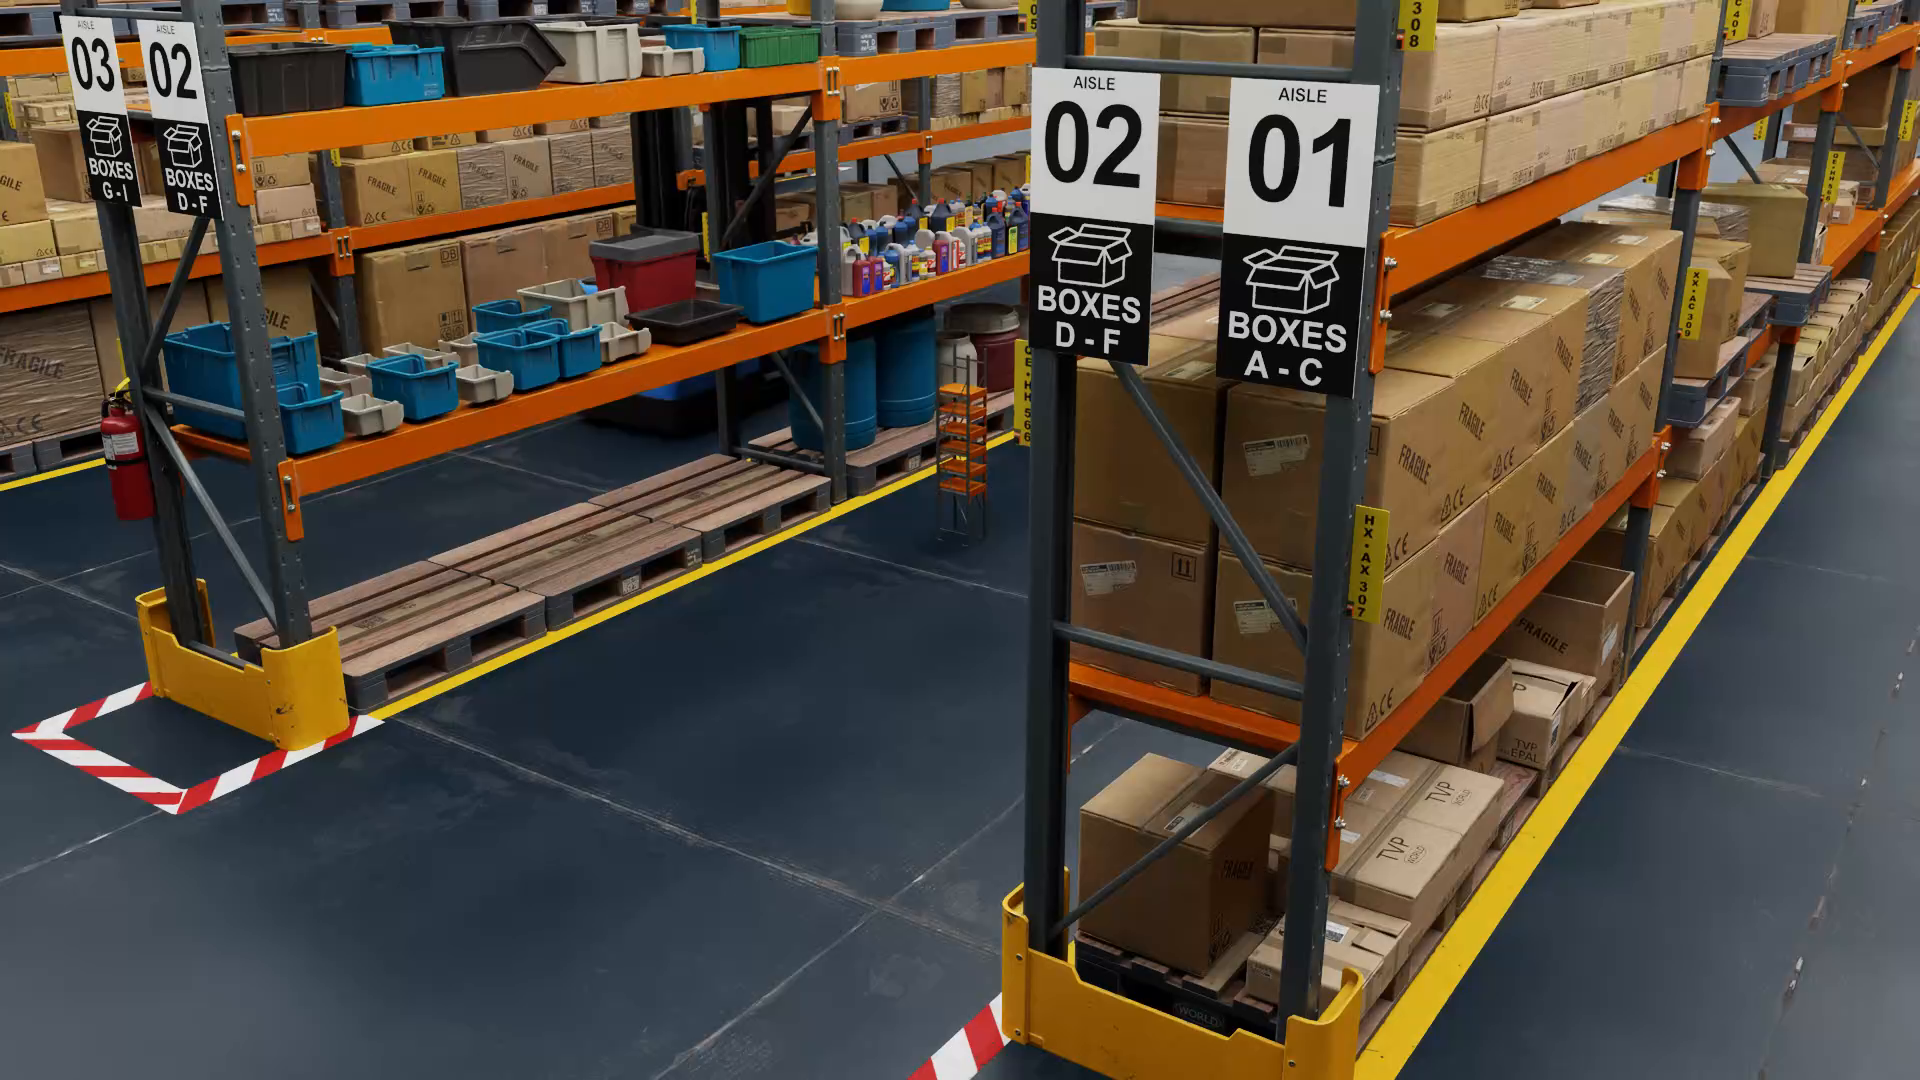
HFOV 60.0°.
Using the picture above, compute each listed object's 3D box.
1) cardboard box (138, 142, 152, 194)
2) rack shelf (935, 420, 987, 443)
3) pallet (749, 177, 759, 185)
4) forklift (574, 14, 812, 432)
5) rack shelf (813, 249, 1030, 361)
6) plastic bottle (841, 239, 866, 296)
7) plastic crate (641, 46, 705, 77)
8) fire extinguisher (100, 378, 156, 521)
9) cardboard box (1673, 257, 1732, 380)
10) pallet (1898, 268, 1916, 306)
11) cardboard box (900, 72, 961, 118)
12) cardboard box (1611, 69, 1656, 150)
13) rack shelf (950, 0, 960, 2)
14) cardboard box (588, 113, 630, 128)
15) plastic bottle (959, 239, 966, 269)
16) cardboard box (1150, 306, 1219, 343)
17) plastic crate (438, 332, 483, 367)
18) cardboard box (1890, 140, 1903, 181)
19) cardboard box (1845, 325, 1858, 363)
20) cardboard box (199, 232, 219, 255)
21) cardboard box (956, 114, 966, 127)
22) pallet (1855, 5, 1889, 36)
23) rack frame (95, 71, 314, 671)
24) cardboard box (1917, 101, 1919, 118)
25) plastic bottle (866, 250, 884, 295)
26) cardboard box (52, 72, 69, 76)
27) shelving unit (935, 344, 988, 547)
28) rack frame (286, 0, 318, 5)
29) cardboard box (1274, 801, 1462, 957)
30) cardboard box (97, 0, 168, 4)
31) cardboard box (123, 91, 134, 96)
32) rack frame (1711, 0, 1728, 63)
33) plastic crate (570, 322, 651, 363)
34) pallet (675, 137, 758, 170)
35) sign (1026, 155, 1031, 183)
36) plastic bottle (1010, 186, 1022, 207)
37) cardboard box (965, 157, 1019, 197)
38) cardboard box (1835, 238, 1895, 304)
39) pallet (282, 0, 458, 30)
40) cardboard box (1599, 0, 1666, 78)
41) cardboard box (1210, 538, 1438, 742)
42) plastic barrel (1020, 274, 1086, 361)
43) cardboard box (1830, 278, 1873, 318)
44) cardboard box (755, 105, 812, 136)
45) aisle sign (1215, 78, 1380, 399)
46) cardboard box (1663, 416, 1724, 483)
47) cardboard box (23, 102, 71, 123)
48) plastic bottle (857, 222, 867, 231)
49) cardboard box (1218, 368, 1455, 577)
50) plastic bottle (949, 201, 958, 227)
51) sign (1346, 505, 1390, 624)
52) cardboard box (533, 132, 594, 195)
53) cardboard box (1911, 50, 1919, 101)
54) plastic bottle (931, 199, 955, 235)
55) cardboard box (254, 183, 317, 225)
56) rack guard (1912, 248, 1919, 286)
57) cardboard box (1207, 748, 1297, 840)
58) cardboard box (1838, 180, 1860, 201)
[{"bbox_3d":[-6.052,-2.907,12.506,0.500,0.500,0.500,13,24,32],"label":"cardboard box"},{"bbox_3d":[0.008,-0.638,10.042,0.258,0.103,0.180,13,24,32],"label":"rack shelf"},{"bbox_3d":[-3.659,-5.252,24.158,1.003,0.211,1.213,13,24,32],"label":"pallet"},{"bbox_3d":[-1.783,-2.635,13.163,1.130,2.935,3.031,11,23,28],"label":"forklift"},{"bbox_3d":[-0.068,-1.984,12.341,1.077,0.370,4.000,13,24,32],"label":"rack shelf"},{"bbox_3d":[-0.703,-1.774,10.807,0.144,0.351,0.185,13,24,32],"label":"plastic bottle"},{"bbox_3d":[-1.592,-2.591,9.003,0.293,0.136,0.466,13,24,32],"label":"plastic crate"},{"bbox_3d":[-3.901,-0.434,7.763,0.296,0.674,0.183,13,24,32],"label":"fire extinguisher"},{"bbox_3d":[3.354,-1.116,8.210,0.700,0.500,0.500,5,21,14],"label":"cardboard box"},{"bbox_3d":[9.253,-2.688,17.227,1.003,0.211,1.213,13,24,32],"label":"pallet"},{"bbox_3d":[-0.487,-5.312,19.730,0.875,0.500,0.500,13,24,32],"label":"cardboard box"},{"bbox_3d":[2.286,-1.639,6.264,0.500,0.250,0.500,13,24,32],"label":"cardboard box"},{"bbox_3d":[0.333,-6.652,20.638,1.077,0.370,4.000,13,24,32],"label":"rack shelf"},{"bbox_3d":[-3.464,-4.172,15.629,0.797,0.503,0.637,14,25,34],"label":"cardboard box"},{"bbox_3d":[-0.008,-2.006,11.652,0.097,0.201,0.097,0,20,0],"label":"plastic bottle"},{"bbox_3d":[0.960,-0.475,5.640,0.500,0.500,0.500,14,25,33],"label":"cardboard box"},{"bbox_3d":[-2.669,-1.027,9.011,0.298,0.136,0.250,13,24,32],"label":"plastic crate"},{"bbox_3d":[8.507,-3.694,15.784,0.700,0.500,0.500,14,25,33],"label":"cardboard box"},{"bbox_3d":[7.121,-1.663,13.795,0.500,0.250,0.500,13,24,31],"label":"cardboard box"},{"bbox_3d":[-5.622,-2.223,12.313,0.380,0.149,0.250,14,24,33],"label":"cardboard box"},{"bbox_3d":[-0.152,-5.040,19.929,0.380,0.149,0.250,13,24,32],"label":"cardboard box"},{"bbox_3d":[6.085,-3.780,12.108,1.003,0.211,1.213,15,25,34],"label":"pallet"},{"bbox_3d":[-3.440,-0.600,7.563,1.000,3.000,0.127,13,24,32],"label":"rack frame"},{"bbox_3d":[9.158,-4.207,16.236,0.380,0.149,0.250,14,24,33],"label":"cardboard box"},{"bbox_3d":[-0.558,-1.753,10.849,0.061,0.283,0.133,13,24,32],"label":"plastic bottle"},{"bbox_3d":[-11.310,-6.110,20.874,0.500,0.500,0.500,13,24,30],"label":"cardboard box"},{"bbox_3d":[0.008,-0.567,10.068,0.258,1.200,0.189,13,24,32],"label":"shelving unit"},{"bbox_3d":[-5.288,-5.527,12.236,1.000,3.000,0.127,13,24,32],"label":"rack frame"},{"bbox_3d":[1.475,1.206,6.009,0.500,0.250,0.500,13,24,32],"label":"cardboard box"},{"bbox_3d":[-5.984,-4.021,11.595,0.700,0.500,0.500,15,25,35],"label":"cardboard box"},{"bbox_3d":[-8.683,-4.517,17.053,0.380,0.149,0.250,12,24,30],"label":"cardboard box"},{"bbox_3d":[2.903,-3.594,7.010,1.000,3.000,0.127,13,24,32],"label":"rack frame"},{"bbox_3d":[-1.922,-1.094,9.191,0.293,0.136,0.466,13,24,32],"label":"plastic crate"},{"bbox_3d":[-2.727,-3.996,17.022,1.213,0.211,1.003,13,24,32],"label":"pallet"},{"bbox_3d":[0.598,-3.077,14.024,0.100,0.325,0.005,13,24,32],"label":"sign"},{"bbox_3d":[0.458,-2.746,13.550,0.097,0.271,0.097,0,20,0],"label":"plastic bottle"},{"bbox_3d":[0.417,-4.651,21.513,0.500,0.500,0.500,16,26,37],"label":"cardboard box"},{"bbox_3d":[7.919,-2.407,14.725,0.500,0.500,0.500,13,24,32],"label":"cardboard box"},{"bbox_3d":[-4.814,-4.303,13.527,0.805,0.209,1.217,12,24,30],"label":"pallet"},{"bbox_3d":[2.287,-1.873,6.177,0.500,0.250,0.500,13,24,32],"label":"cardboard box"},{"bbox_3d":[1.122,0.245,5.136,0.500,0.500,0.500,14,24,33],"label":"cardboard box"},{"bbox_3d":[0.796,-1.931,13.683,0.600,0.830,0.708,13,24,32],"label":"plastic barrel"},{"bbox_3d":[7.409,-2.074,14.098,0.500,0.311,0.500,13,24,32],"label":"cardboard box"},{"bbox_3d":[-1.907,-4.424,17.511,0.500,0.250,0.500,12,24,30],"label":"cardboard box"},{"bbox_3d":[0.859,-0.775,4.289,0.394,0.787,0.004,13,24,32],"label":"aisle sign"},{"bbox_3d":[3.938,-0.544,9.301,0.500,0.250,0.500,13,24,32],"label":"cardboard box"},{"bbox_3d":[-8.732,-4.091,15.901,0.380,0.149,0.250,15,25,35],"label":"cardboard box"},{"bbox_3d":[-0.749,-2.115,11.838,0.152,0.276,0.135,13,24,32],"label":"plastic bottle"},{"bbox_3d":[1.122,-0.224,4.963,0.500,0.500,0.500,14,25,33],"label":"cardboard box"},{"bbox_3d":[-0.061,-2.481,12.833,0.097,0.271,0.097,0,20,0],"label":"plastic bottle"},{"bbox_3d":[1.103,0.067,4.512,0.100,0.325,0.005,13,24,32],"label":"sign"},{"bbox_3d":[-3.686,-3.426,15.060,0.500,0.500,0.500,12,24,30],"label":"cardboard box"},{"bbox_3d":[8.772,-4.435,15.918,0.700,0.500,0.500,13,24,32],"label":"cardboard box"},{"bbox_3d":[-0.125,-2.377,12.438,0.144,0.351,0.185,13,24,32],"label":"plastic bottle"},{"bbox_3d":[-5.319,-2.605,12.770,0.500,0.250,0.500,13,24,31],"label":"cardboard box"},{"bbox_3d":[9.662,-3.058,17.811,1.175,0.500,0.348,13,24,32],"label":"rack guard"},{"bbox_3d":[1.315,0.980,6.622,0.500,0.250,0.500,13,24,32],"label":"cardboard box"},{"bbox_3d":[7.159,-2.856,13.877,0.500,0.250,0.500,15,25,35],"label":"cardboard box"}]
